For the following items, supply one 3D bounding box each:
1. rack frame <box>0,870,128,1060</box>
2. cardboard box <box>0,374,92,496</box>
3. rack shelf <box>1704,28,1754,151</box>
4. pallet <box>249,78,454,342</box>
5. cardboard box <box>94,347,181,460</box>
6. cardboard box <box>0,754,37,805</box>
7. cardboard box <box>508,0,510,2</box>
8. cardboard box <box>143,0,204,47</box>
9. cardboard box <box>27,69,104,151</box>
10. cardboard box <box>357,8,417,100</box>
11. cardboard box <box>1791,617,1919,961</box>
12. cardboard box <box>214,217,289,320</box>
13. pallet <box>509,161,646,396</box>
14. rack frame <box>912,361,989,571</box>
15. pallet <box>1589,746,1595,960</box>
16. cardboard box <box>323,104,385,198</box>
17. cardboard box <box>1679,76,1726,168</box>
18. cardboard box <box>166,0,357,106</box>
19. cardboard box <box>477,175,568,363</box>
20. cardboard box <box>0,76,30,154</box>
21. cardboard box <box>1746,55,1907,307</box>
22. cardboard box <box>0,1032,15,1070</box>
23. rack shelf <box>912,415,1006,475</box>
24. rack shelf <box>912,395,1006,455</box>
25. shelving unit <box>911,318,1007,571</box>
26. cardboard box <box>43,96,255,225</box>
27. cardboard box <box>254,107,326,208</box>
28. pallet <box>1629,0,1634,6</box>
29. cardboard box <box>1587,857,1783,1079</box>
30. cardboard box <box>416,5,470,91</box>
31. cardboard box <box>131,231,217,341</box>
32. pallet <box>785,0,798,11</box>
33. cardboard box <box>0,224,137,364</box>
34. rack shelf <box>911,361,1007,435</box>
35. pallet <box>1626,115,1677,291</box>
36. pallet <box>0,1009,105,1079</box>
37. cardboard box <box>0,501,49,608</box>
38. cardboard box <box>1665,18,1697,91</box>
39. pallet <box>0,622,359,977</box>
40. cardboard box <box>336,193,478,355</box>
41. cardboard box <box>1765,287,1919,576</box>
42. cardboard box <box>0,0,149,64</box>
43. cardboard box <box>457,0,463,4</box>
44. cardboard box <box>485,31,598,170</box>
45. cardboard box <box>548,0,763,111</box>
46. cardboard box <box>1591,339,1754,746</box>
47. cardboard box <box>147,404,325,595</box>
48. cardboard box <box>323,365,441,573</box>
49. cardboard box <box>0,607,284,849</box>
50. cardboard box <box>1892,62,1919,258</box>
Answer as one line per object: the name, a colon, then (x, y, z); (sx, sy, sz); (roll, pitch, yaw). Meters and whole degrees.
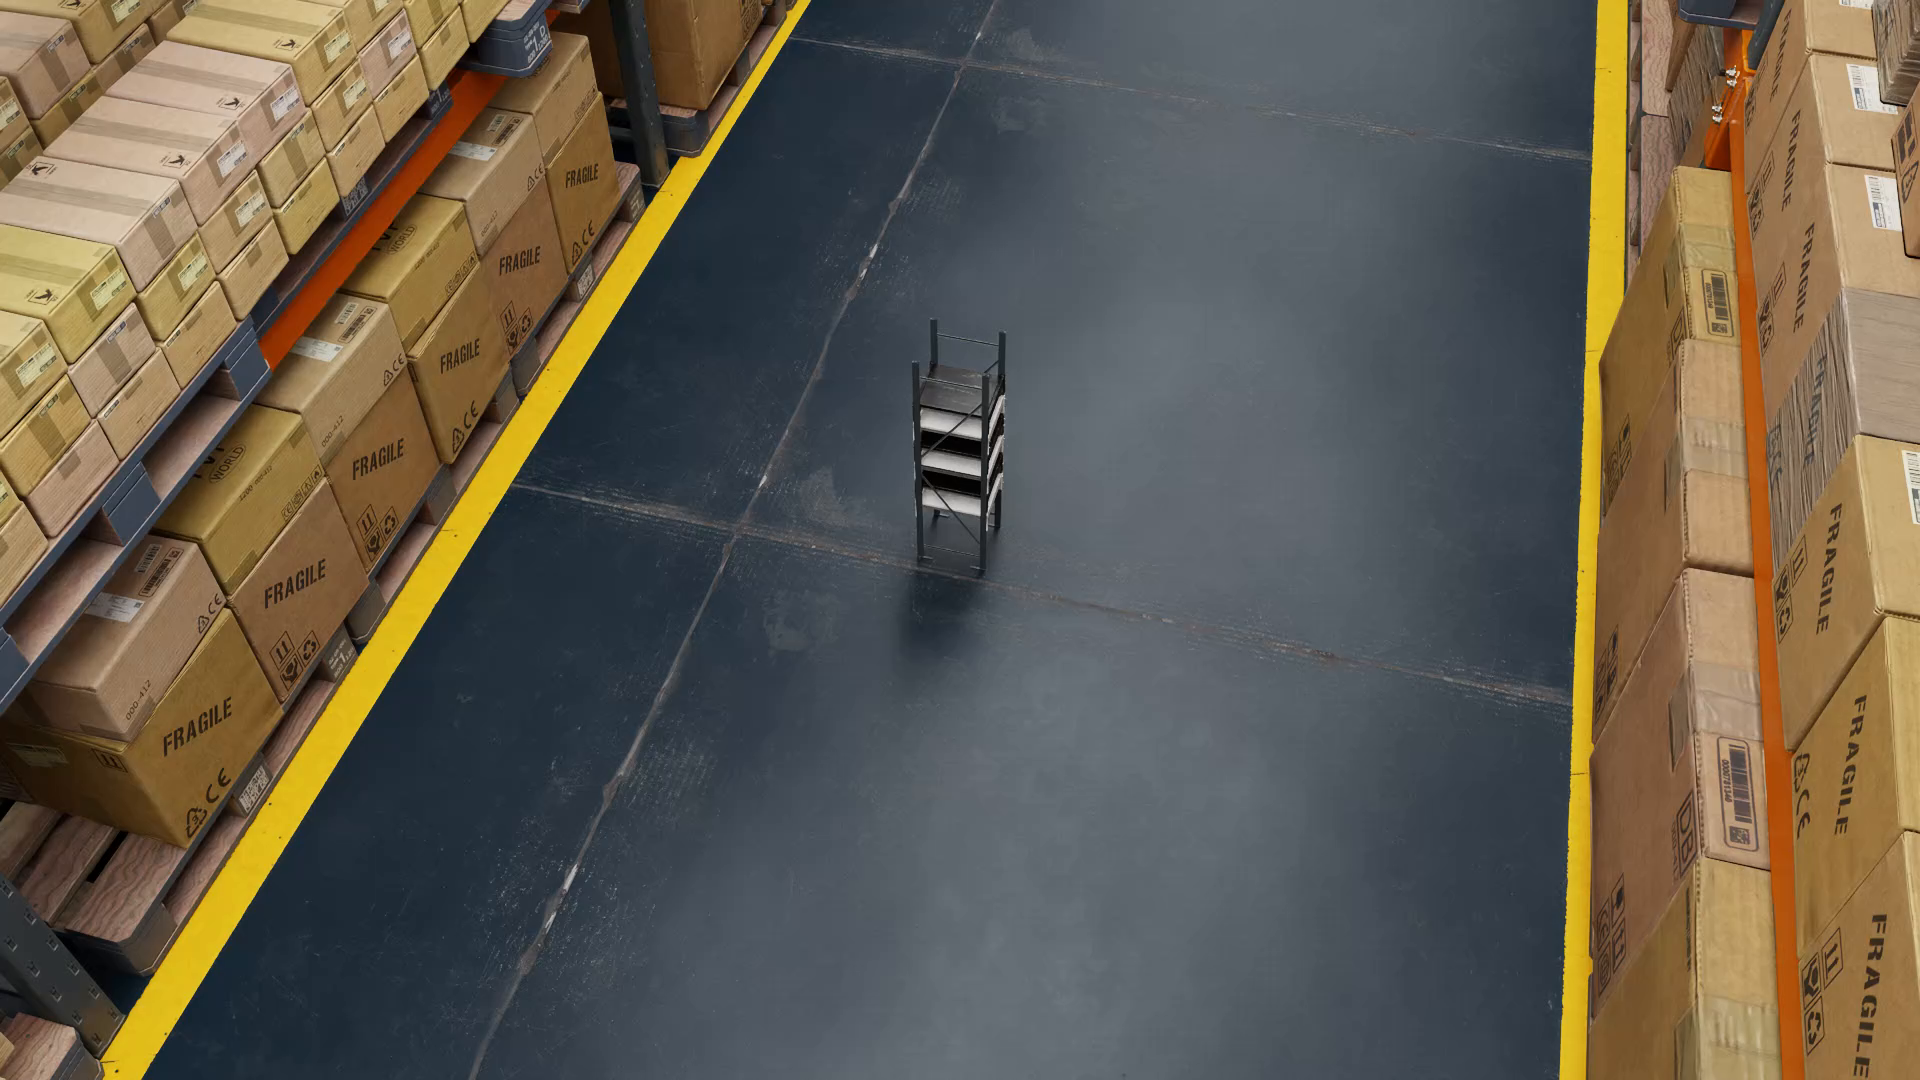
rack frame: (-2.794, 0.272, 3.509); (1.000, 3.000, 0.127); (12, 50, 10)
cardboard box: (-2.180, -0.264, 3.672); (0.380, 0.149, 0.250); (11, 49, 9)
rack shelf: (3.544, -2.778, 6.681); (1.077, 0.370, 4.000); (12, 50, 10)
pallet: (-2.223, -1.118, 4.864); (1.003, 0.211, 1.213); (12, 50, 10)
cardboard box: (-2.110, -0.360, 3.954); (0.380, 0.149, 0.250); (12, 50, 10)
cardboard box: (-2.842, 0.375, 4.805); (0.500, 0.500, 0.500); (11, 49, 9)
cardboard box: (-1.562, -1.864, 5.282); (0.380, 0.149, 0.250); (12, 50, 11)
cardboard box: (-2.400, -1.534, 4.792); (0.380, 0.149, 0.250); (11, 50, 10)
cardboard box: (-2.536, -1.163, 4.465); (0.380, 0.149, 0.250); (12, 50, 10)
cardboard box: (-1.769, -1.395, 4.669); (0.380, 0.149, 0.250); (13, 50, 11)
cardboard box: (1.961, 0.542, 3.204); (0.500, 0.500, 0.500); (13, 50, 11)
cardboard box: (-1.976, -0.725, 4.277); (0.380, 0.149, 0.250); (10, 49, 8)
pallet: (-1.948, -1.133, 6.610); (1.003, 0.211, 1.213); (12, 50, 10)
rack frame: (-0.029, -0.218, 5.343); (0.240, 0.900, 0.006); (12, 50, 10)
pallet: (2.414, 0.789, 4.913); (1.003, 0.211, 1.213); (12, 50, 10)
cardboard box: (-1.839, -1.105, 4.612); (0.380, 0.149, 0.250); (10, 49, 8)
cardboard box: (3.174, -1.376, 6.338); (0.700, 0.500, 0.500); (9, 49, 8)
cardboard box: (-1.840, -1.306, 4.393); (0.380, 0.149, 0.250); (13, 50, 11)
cardboard box: (-1.803, -1.031, 6.046); (0.500, 0.500, 0.500); (13, 50, 12)
cardboard box: (-2.600, -1.057, 4.173); (0.380, 0.149, 0.250); (10, 49, 9)
cardboard box: (2.493, -0.931, 4.504); (0.500, 0.500, 0.500); (10, 49, 9)
cardboard box: (-2.570, 1.269, 4.053); (0.380, 0.149, 0.250); (12, 50, 11)
rack shelf: (-0.002, -0.329, 5.365); (0.258, 0.077, 0.200); (12, 50, 10)
rack shelf: (-0.002, -0.389, 5.297); (0.258, 0.077, 0.200); (12, 50, 10)
shelving unit: (-0.002, -0.292, 5.407); (0.258, 0.900, 0.210); (12, 50, 10)
cardboard box: (-1.974, -0.928, 4.059); (0.380, 0.149, 0.250); (11, 50, 10)
cardboard box: (-1.906, -1.026, 4.344); (0.380, 0.149, 0.250); (11, 49, 9)
pallet: (3.867, -2.976, 8.236); (1.003, 0.211, 1.213); (12, 50, 10)
cardboard box: (2.114, 1.421, 3.632); (1.225, 0.875, 0.875); (12, 50, 10)
cardboard box: (-1.700, -1.489, 4.951); (0.380, 0.149, 0.250); (10, 49, 8)
cardboard box: (-2.045, -0.639, 4.002); (0.380, 0.149, 0.250); (10, 49, 8)
pallet: (-1.138, -3.133, 8.375); (1.003, 0.211, 1.213); (12, 50, 10)
cardboard box: (-2.109, -0.562, 3.736); (0.380, 0.149, 0.250); (12, 50, 10)
rack shelf: (-0.002, -0.449, 5.230); (0.258, 0.077, 0.200); (12, 50, 10)
pallet: (3.224, -1.211, 6.678); (1.003, 0.211, 1.213); (12, 50, 10)
pallet: (-2.937, 1.688, 4.120); (1.003, 0.211, 1.213); (12, 50, 10)
cardboard box: (-2.247, 0.022, 3.617); (0.380, 0.149, 0.250); (9, 49, 8)
cardboard box: (3.451, -2.191, 7.057); (0.700, 0.500, 0.500); (15, 50, 13)
pallet: (-2.591, 0.631, 5.052); (1.003, 0.211, 1.213); (12, 50, 10)
cardboard box: (-1.940, -0.903, 5.433); (0.500, 0.250, 0.500); (13, 50, 11)
cardboard box: (2.228, -0.198, 3.858); (0.500, 0.500, 0.500); (12, 50, 10)
cardboard box: (-2.463, -1.447, 4.517); (0.380, 0.149, 0.250); (11, 49, 10)
cardboard box: (-1.634, -1.763, 4.994); (0.380, 0.149, 0.250); (12, 50, 10)
cardboard box: (-1.668, -1.635, 6.079); (0.500, 0.250, 0.500); (11, 49, 9)
cardboard box: (-1.494, -2.438, 7.122); (1.050, 0.750, 0.750); (11, 49, 10)
cardboard box: (2.573, 0.133, 4.769); (1.225, 0.875, 0.875); (12, 50, 10)
cardboard box: (-2.207, -0.156, 4.774); (0.500, 0.250, 0.500); (13, 50, 11)
cardboard box: (-2.081, -0.286, 5.389); (0.500, 0.500, 0.500); (12, 50, 11)
cardboard box: (-2.344, 0.478, 4.714); (0.500, 0.500, 0.500); (13, 50, 11)
cardboard box: (2.635, -0.938, 3.841); (0.797, 0.503, 0.637); (13, 50, 11)
